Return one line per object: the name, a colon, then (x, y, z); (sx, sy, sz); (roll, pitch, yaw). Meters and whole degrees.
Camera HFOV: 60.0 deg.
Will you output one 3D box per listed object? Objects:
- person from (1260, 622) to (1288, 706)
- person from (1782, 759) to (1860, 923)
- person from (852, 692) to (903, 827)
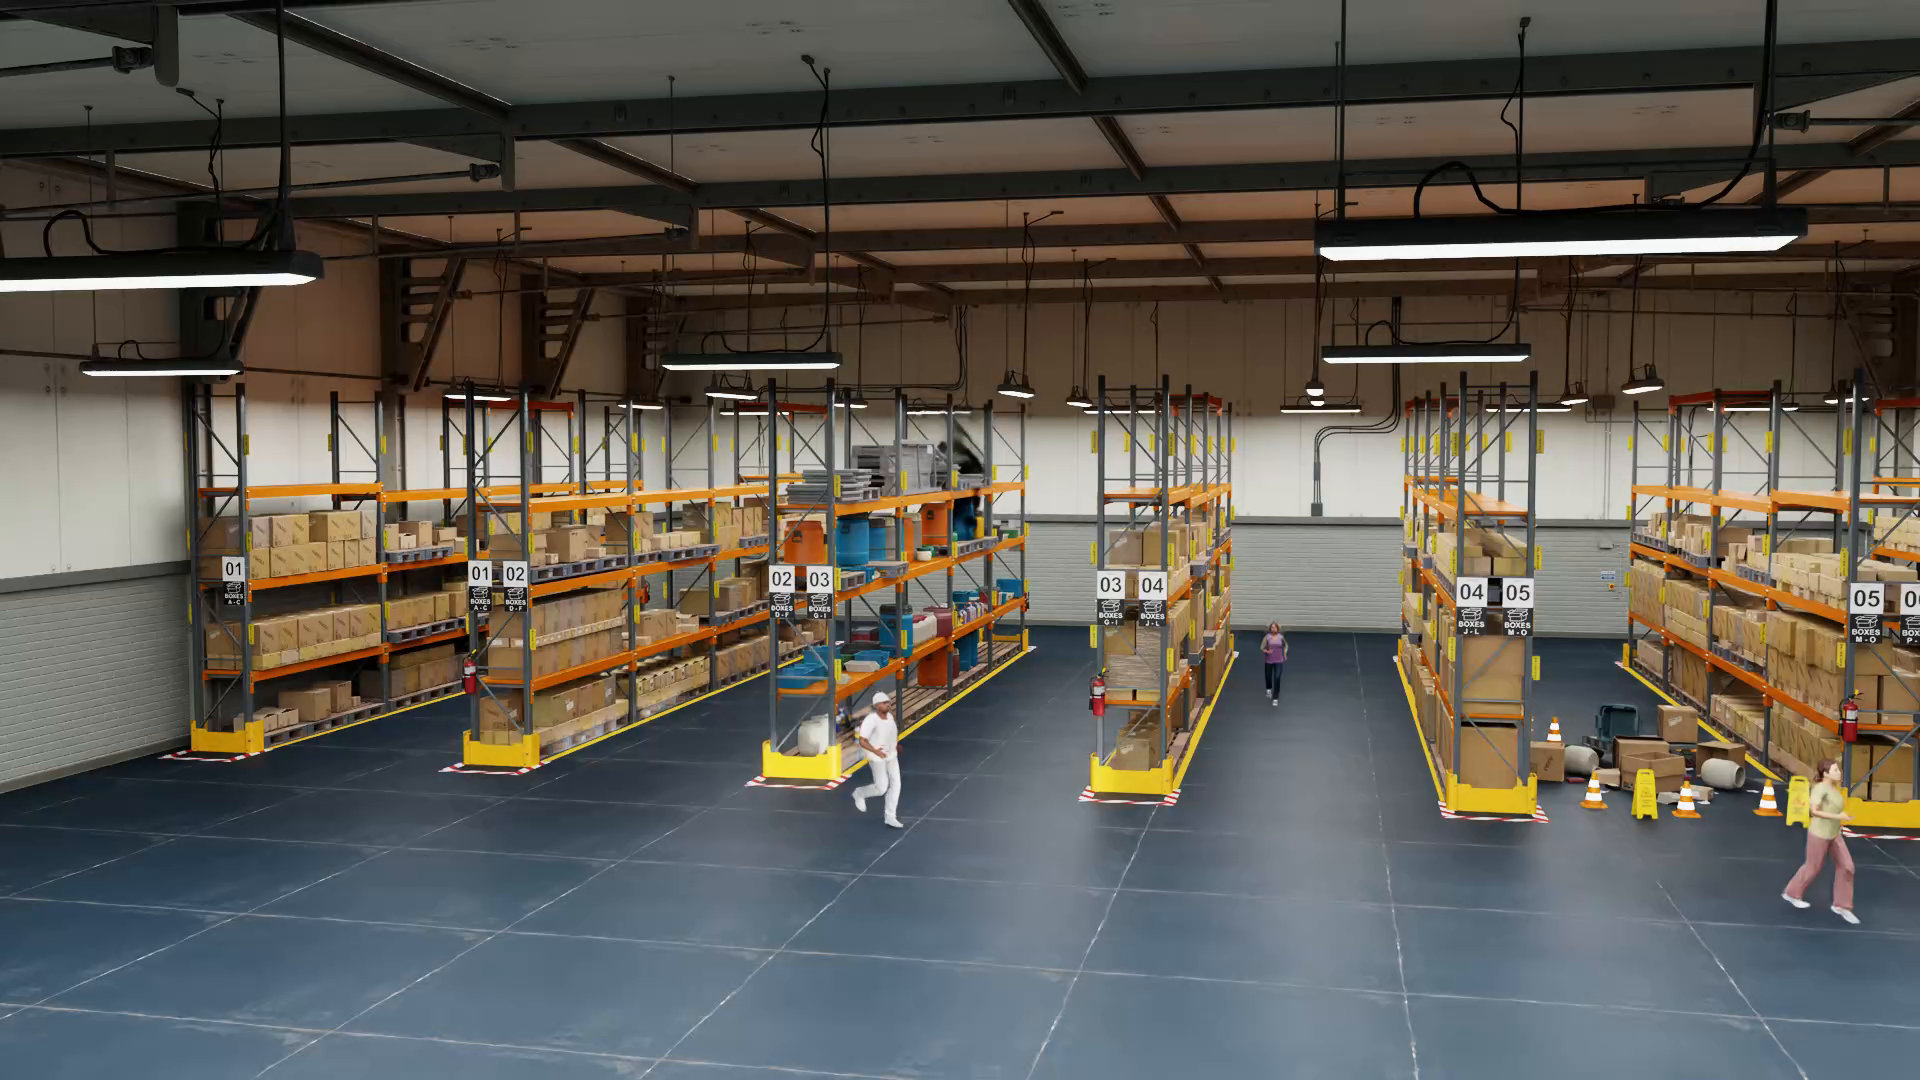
person: (6.065, 2.371, 32.110); (0.548, 1.571, 0.797); (1, 3, 9)
person: (9.118, 3.166, 17.619); (0.565, 1.721, 0.775); (-2, 4, -36)
person: (-1.054, 2.887, 21.981); (0.809, 1.759, 0.710); (3, 4, 40)
